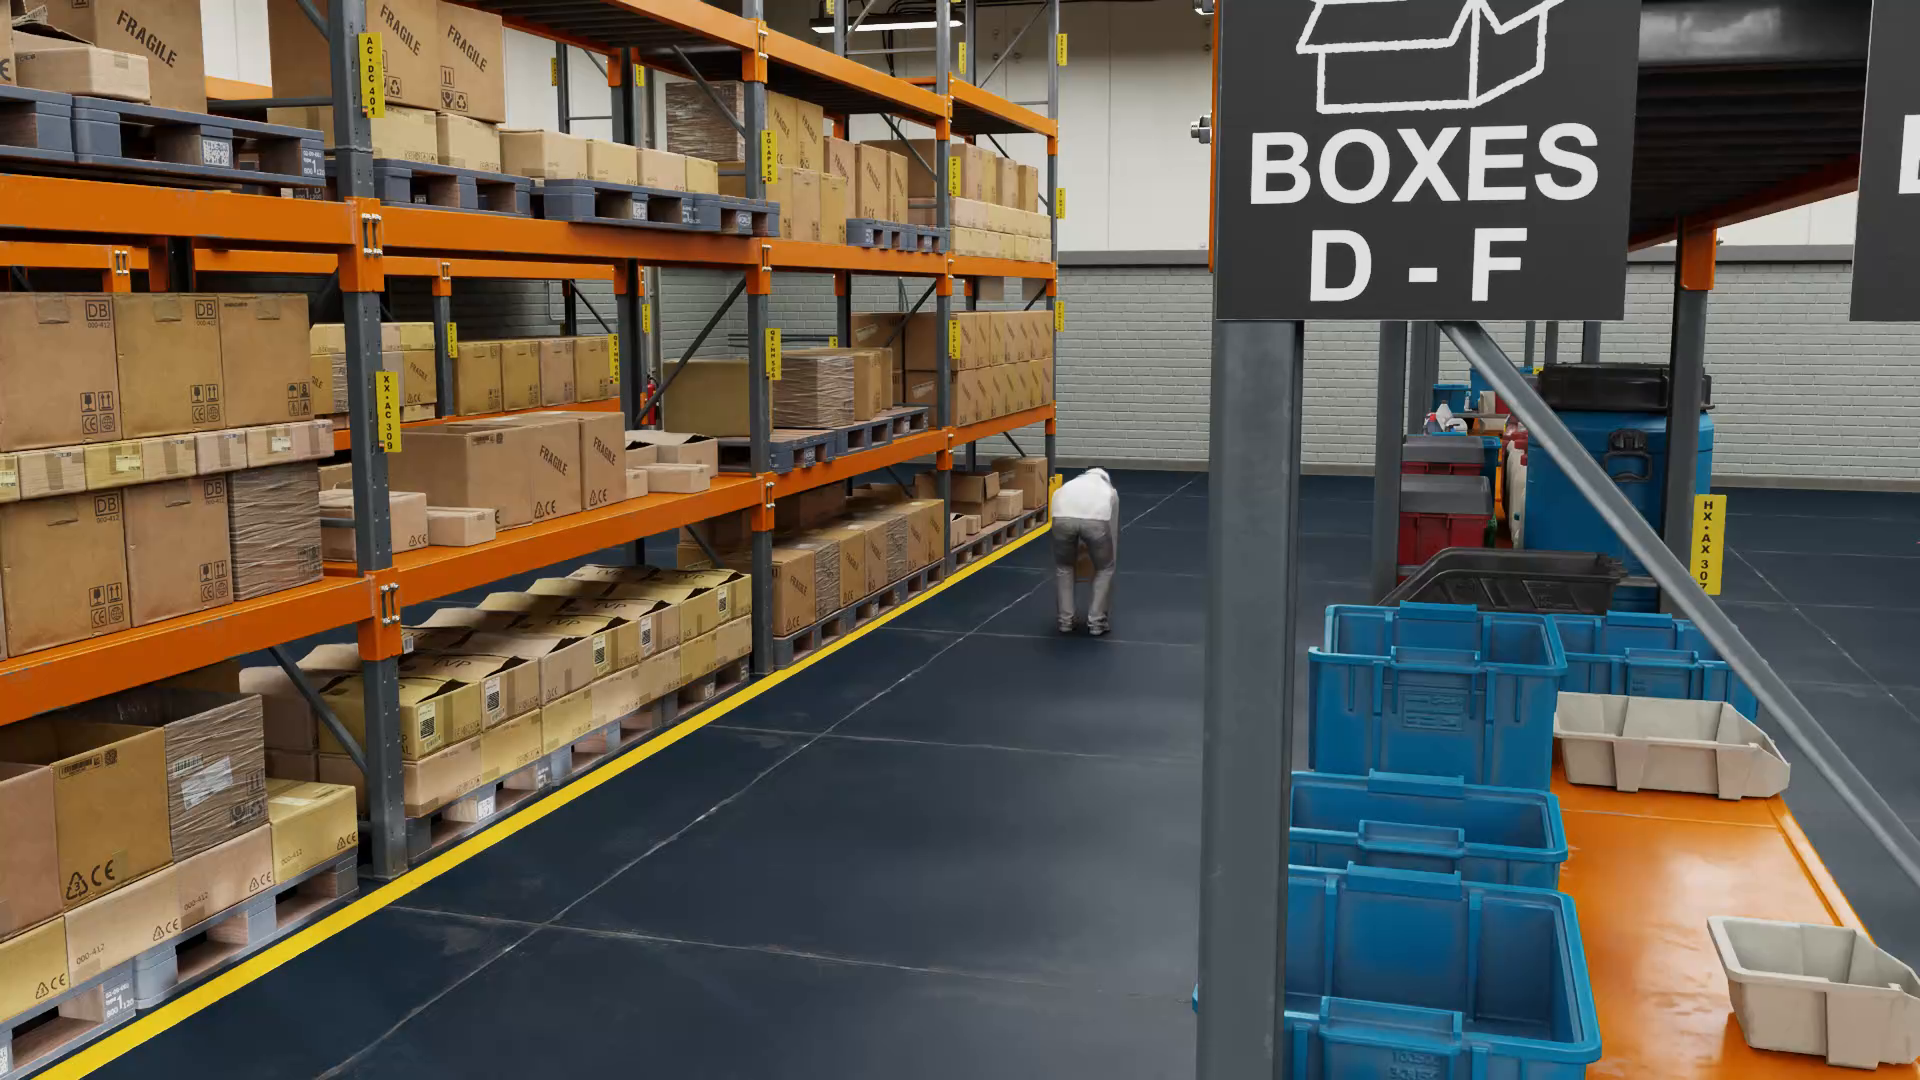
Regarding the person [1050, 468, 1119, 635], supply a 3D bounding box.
[{"bbox_3d":[0.951,0.072,12.411,0.465,1.152,1.003,2,9,14],"label":"person"}]
